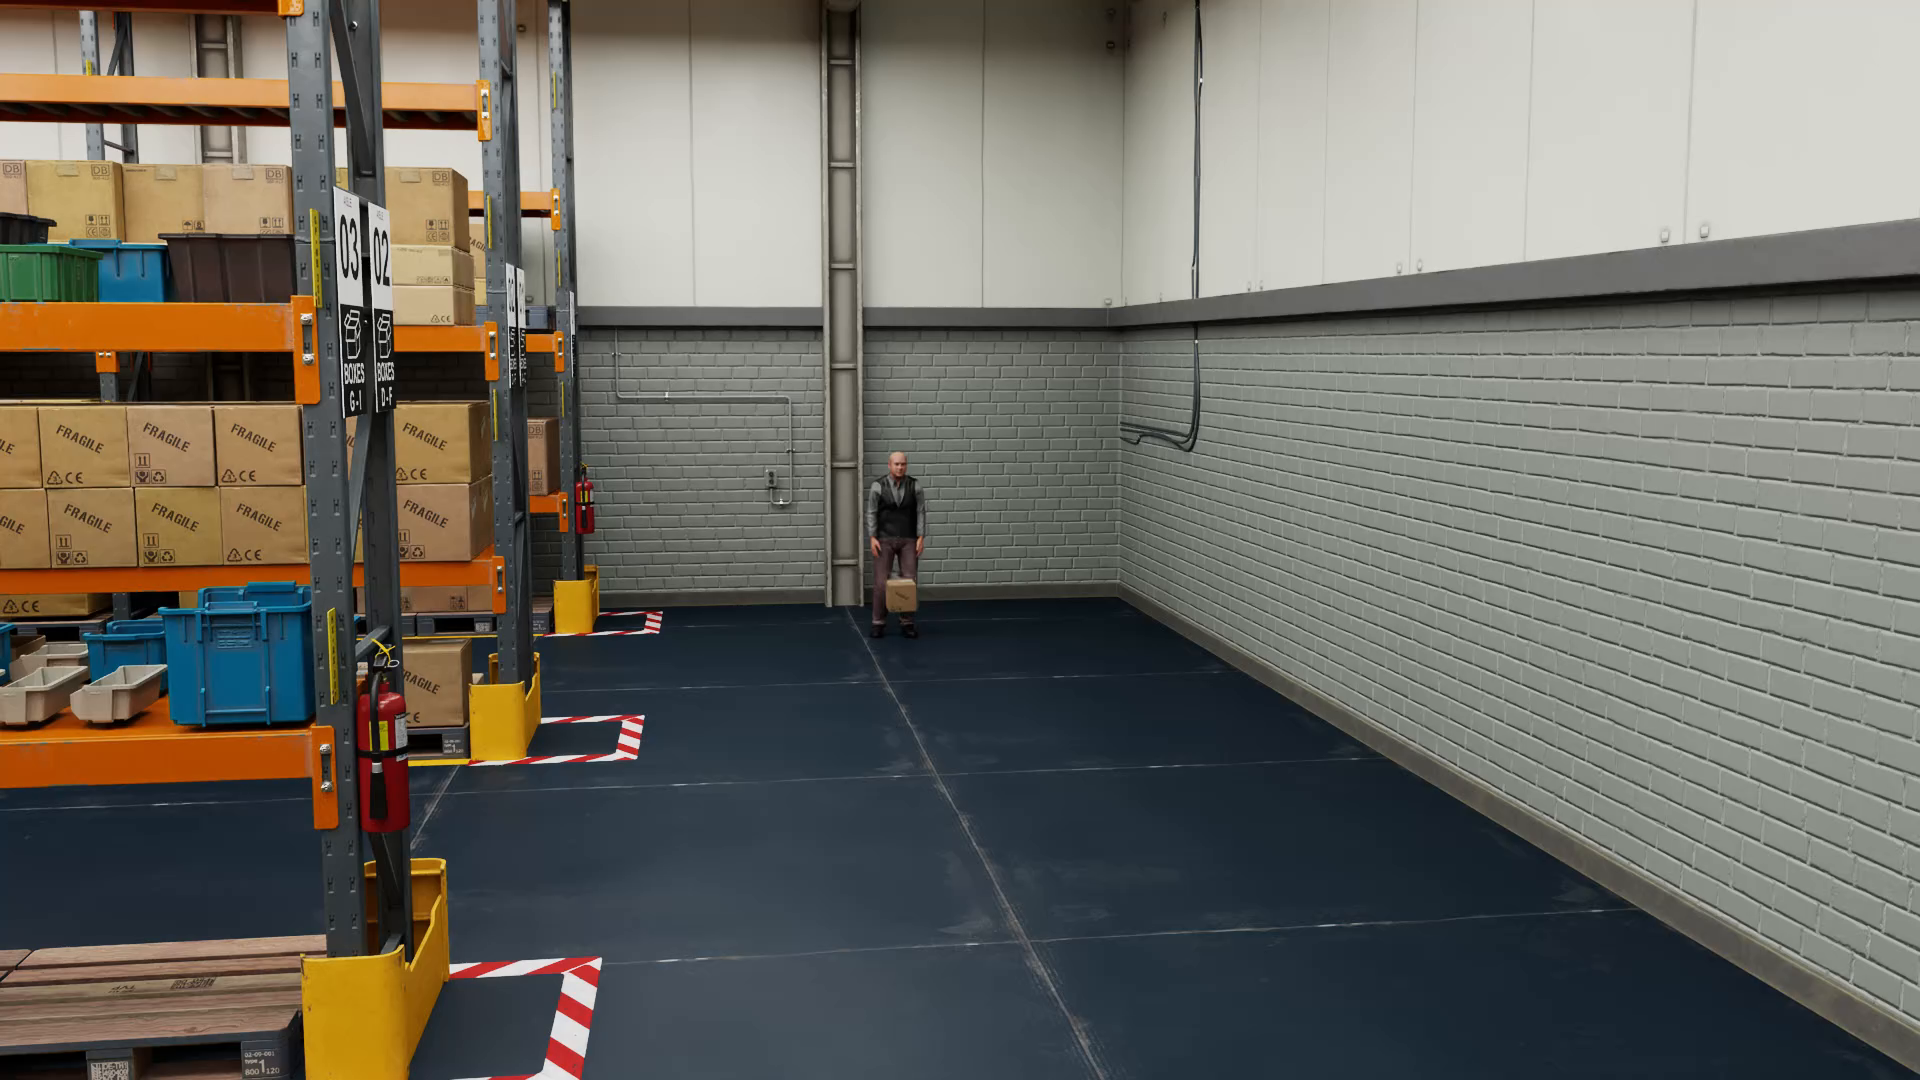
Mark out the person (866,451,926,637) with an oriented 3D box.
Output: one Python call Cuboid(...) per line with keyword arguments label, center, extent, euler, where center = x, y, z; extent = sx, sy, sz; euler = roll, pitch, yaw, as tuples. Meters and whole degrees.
Cuboid(label="person", center=(-0.589, 0.033, 15.511), extent=(0.563, 1.724, 0.473), euler=(-1, 7, -10))
